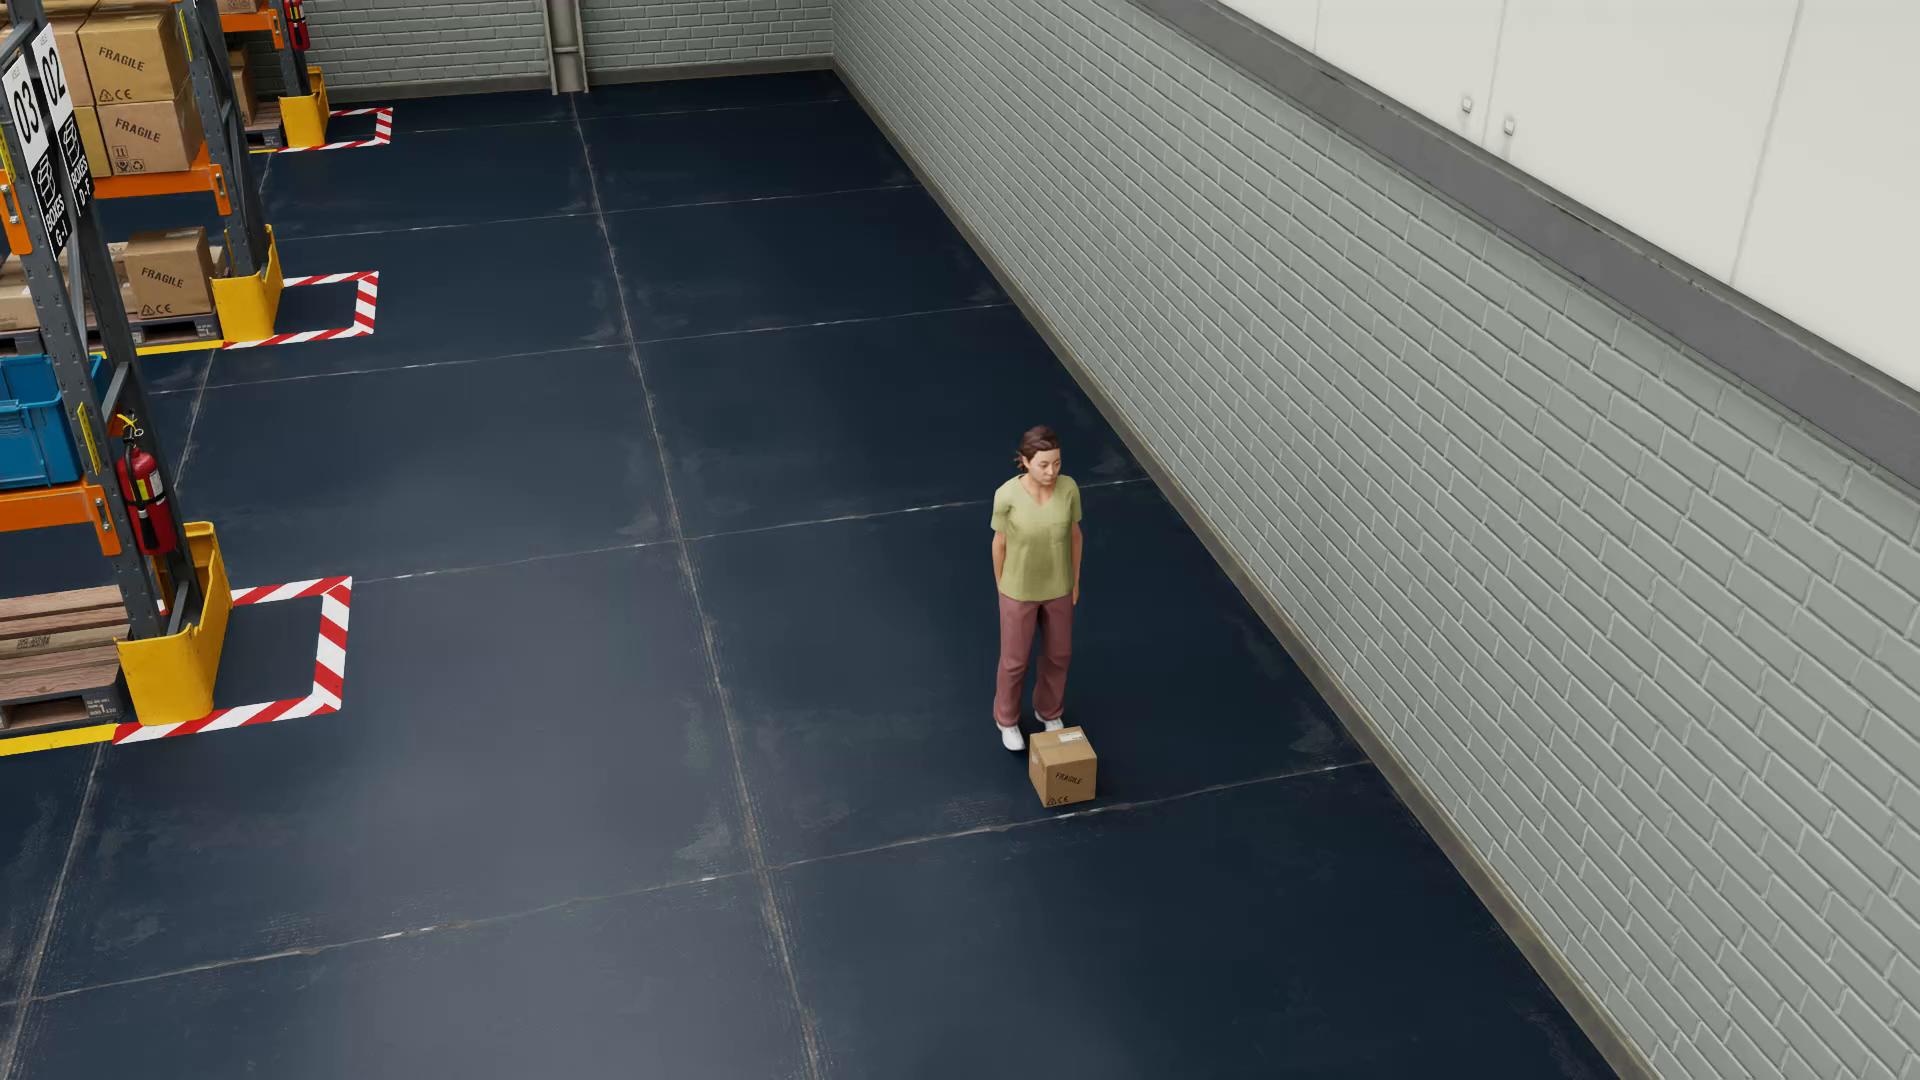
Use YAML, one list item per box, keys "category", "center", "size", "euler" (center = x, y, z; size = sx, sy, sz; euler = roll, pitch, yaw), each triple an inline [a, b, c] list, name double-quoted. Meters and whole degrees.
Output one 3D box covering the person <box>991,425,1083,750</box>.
- category: "person"
  center: [0.367, 0.223, 7.862]
  size: [0.441, 1.670, 0.367]
  euler: [-7, 31, -12]
